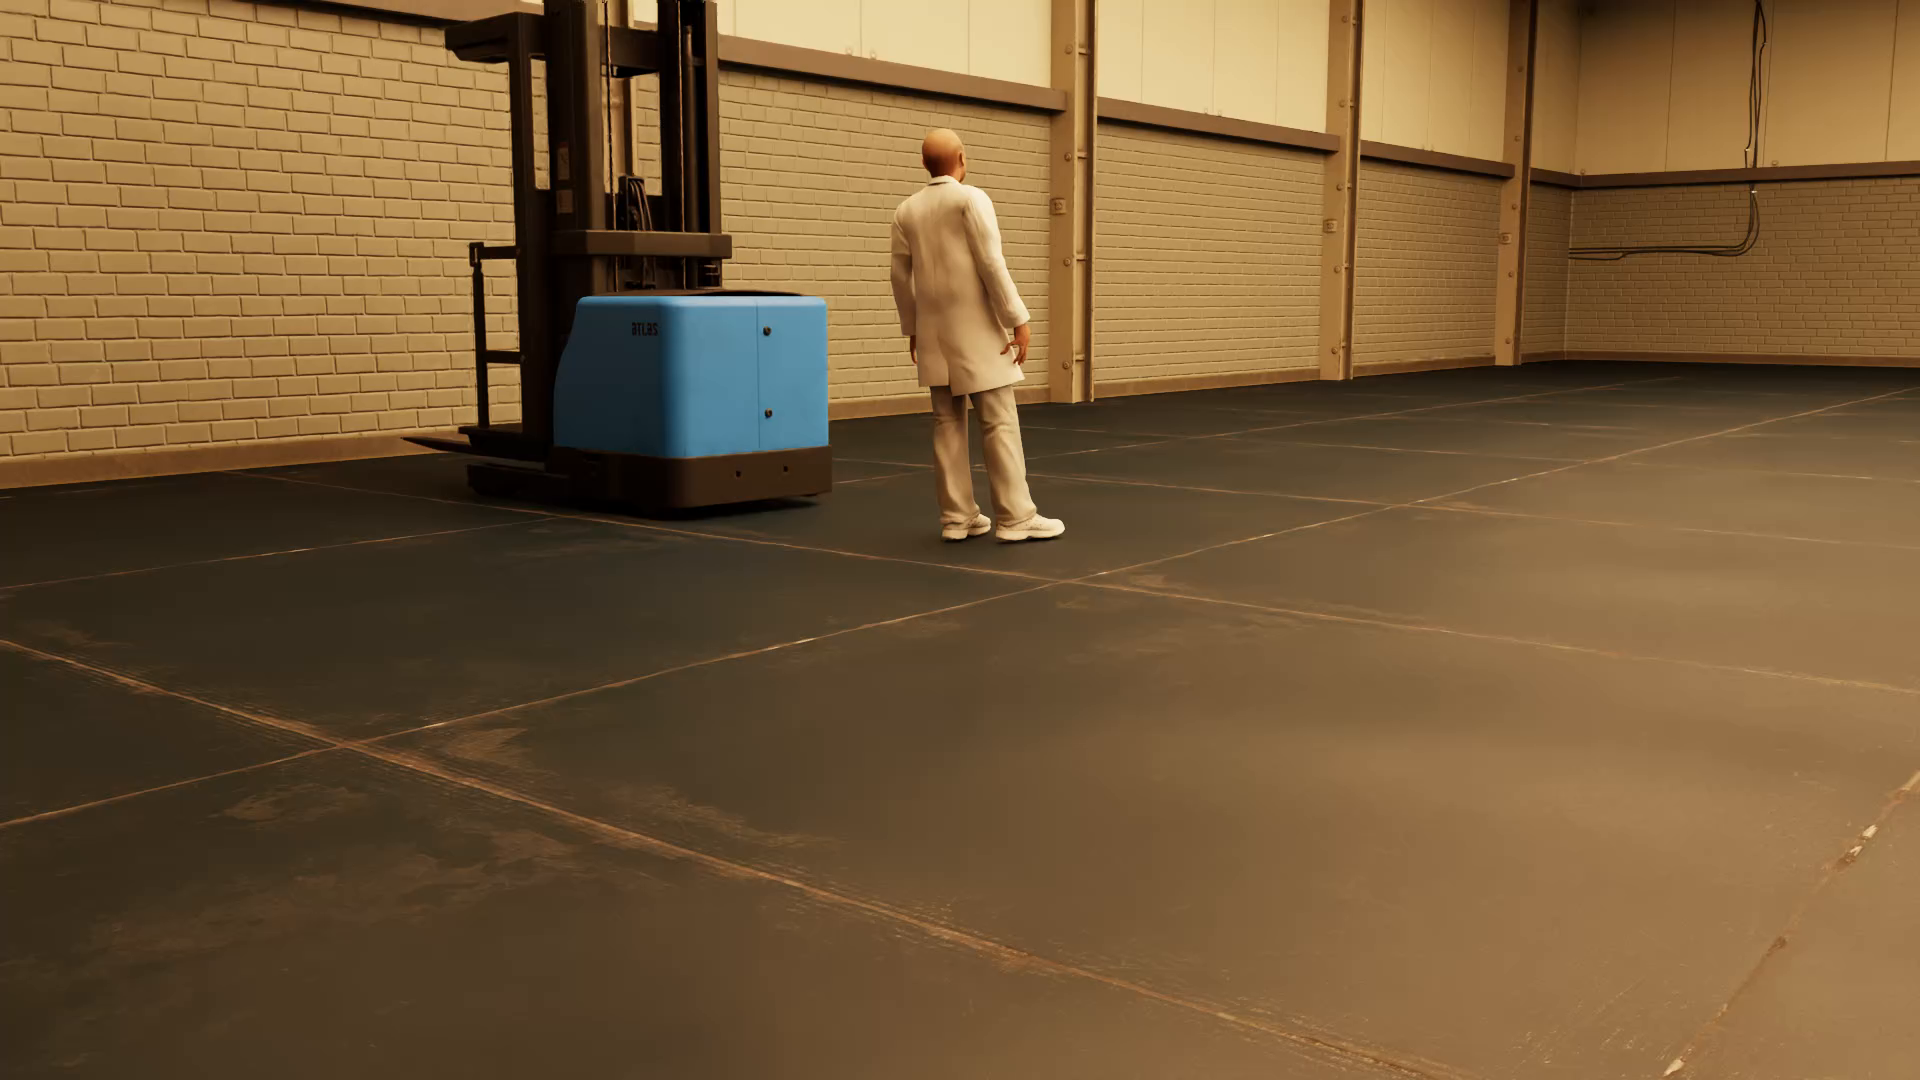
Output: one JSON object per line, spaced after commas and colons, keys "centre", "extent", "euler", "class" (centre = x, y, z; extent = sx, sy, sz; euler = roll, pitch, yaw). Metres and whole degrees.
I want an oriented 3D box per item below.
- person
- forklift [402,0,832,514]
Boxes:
{"centre": [0.060, -0.897, 7.342], "extent": [0.698, 1.776, 0.580], "euler": [7, 11, 38], "class": "person"}
{"centre": [-2.072, -1.732, 9.117], "extent": [3.031, 2.935, 1.130], "euler": [8, 12, 44], "class": "forklift"}
